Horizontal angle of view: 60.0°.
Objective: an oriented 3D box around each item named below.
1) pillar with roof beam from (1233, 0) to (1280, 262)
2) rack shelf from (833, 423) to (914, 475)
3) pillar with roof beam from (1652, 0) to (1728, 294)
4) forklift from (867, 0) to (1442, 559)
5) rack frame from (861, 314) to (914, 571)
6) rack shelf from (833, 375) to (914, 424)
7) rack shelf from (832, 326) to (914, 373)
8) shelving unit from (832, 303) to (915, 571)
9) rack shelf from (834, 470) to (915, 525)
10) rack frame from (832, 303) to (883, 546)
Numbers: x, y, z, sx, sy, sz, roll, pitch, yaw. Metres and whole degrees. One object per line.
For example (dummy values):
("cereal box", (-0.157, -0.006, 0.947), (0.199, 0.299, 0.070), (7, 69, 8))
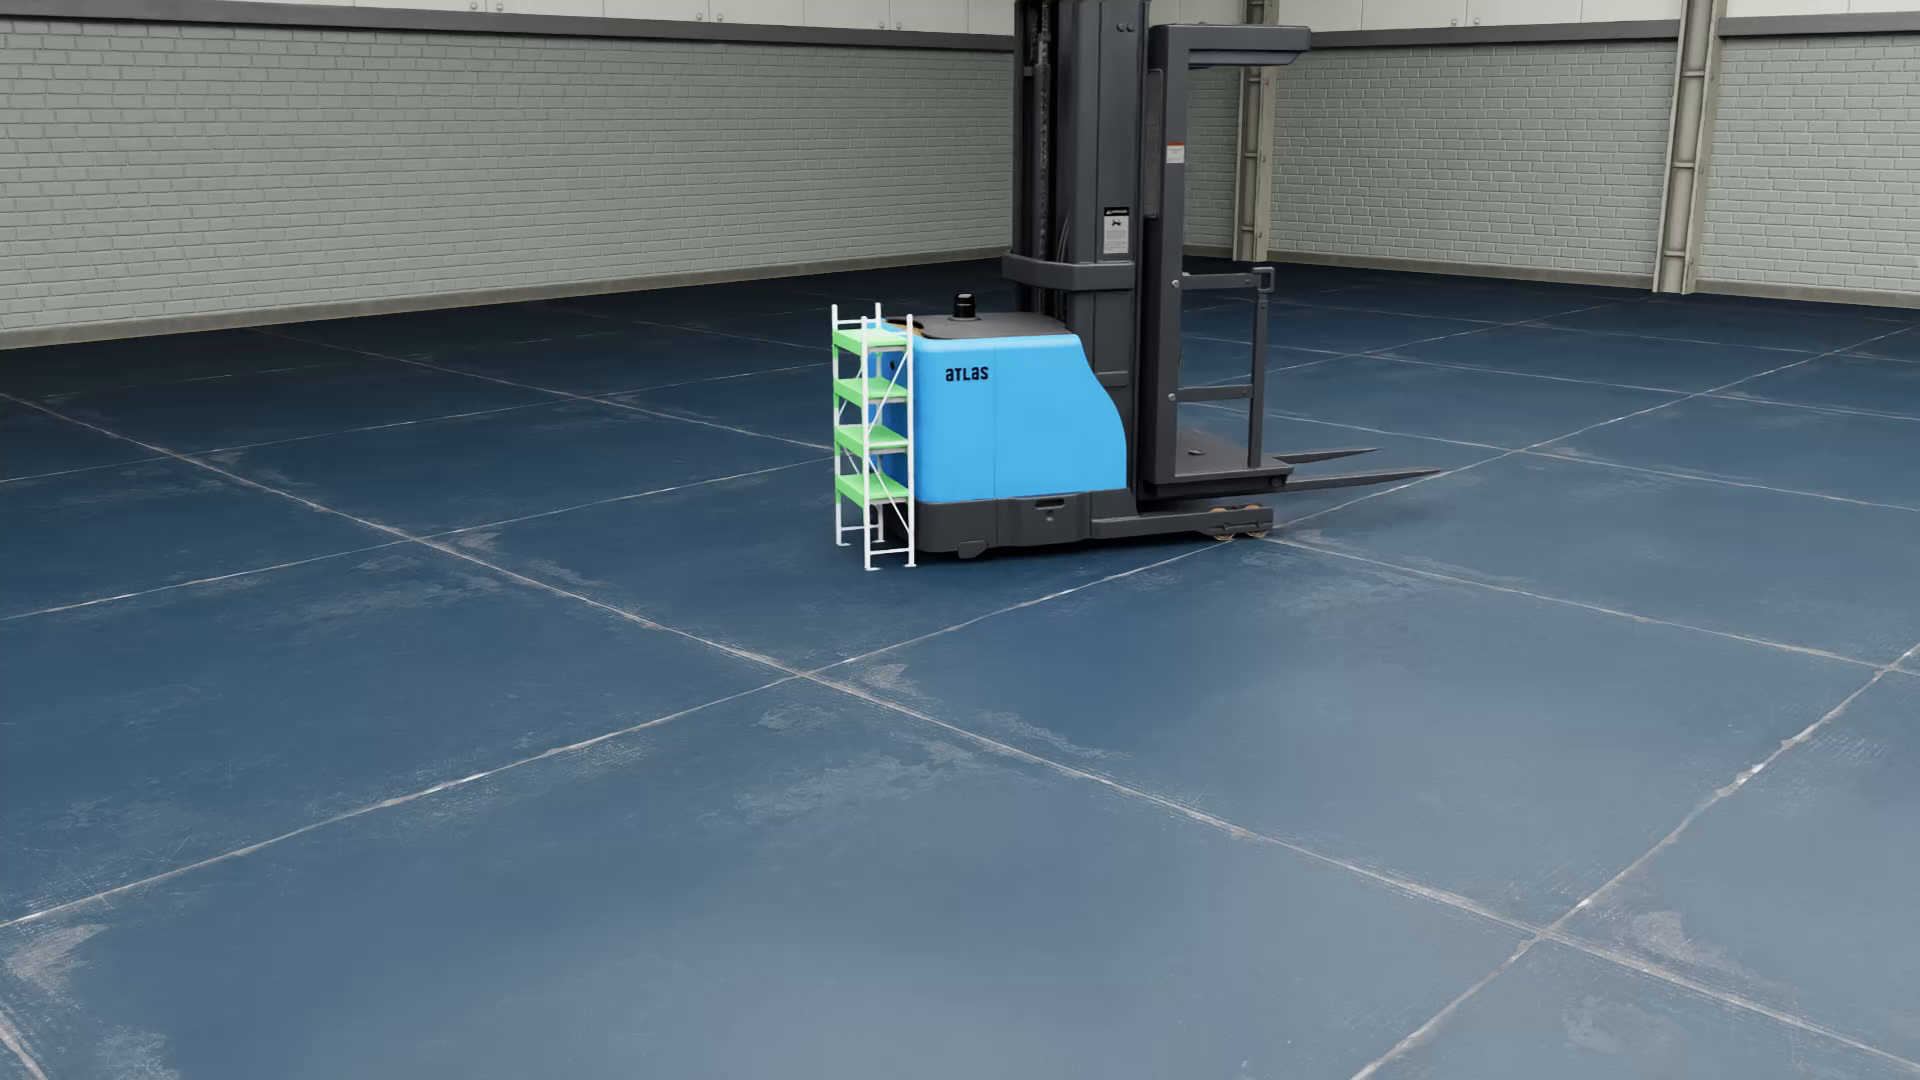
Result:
("pillar with roof beam", (1.154, -7.564, 19.613), (0.400, 9.000, 9.100), (14, 20, 42))
("rack shelf", (-0.418, -0.442, 8.004), (0.258, 0.148, 0.480), (-5, 16, -19))
("pillar with roof beam", (5.474, -6.514, 15.583), (0.400, 9.000, 9.100), (14, 20, 42))
("forklift", (1.073, -1.533, 8.503), (3.031, 2.935, 1.130), (-5, 15, -19))
("rack frame", (-0.335, -0.446, 7.766), (0.240, 1.200, 0.015), (-5, 16, -19))
("rack shelf", (-0.418, -0.675, 7.943), (0.258, 0.148, 0.480), (-5, 16, -19))
("rack shelf", (-0.418, -0.907, 7.883), (0.258, 0.148, 0.480), (-5, 16, -19))
("shelving unit", (-0.418, -0.504, 7.987), (0.258, 1.200, 0.503), (-5, 16, -19))
("rack shelf", (-0.418, -0.210, 8.064), (0.258, 0.148, 0.480), (-5, 16, -19))
("rack frame", (-0.502, -0.562, 8.209), (0.240, 1.200, 0.015), (-5, 16, -19))
